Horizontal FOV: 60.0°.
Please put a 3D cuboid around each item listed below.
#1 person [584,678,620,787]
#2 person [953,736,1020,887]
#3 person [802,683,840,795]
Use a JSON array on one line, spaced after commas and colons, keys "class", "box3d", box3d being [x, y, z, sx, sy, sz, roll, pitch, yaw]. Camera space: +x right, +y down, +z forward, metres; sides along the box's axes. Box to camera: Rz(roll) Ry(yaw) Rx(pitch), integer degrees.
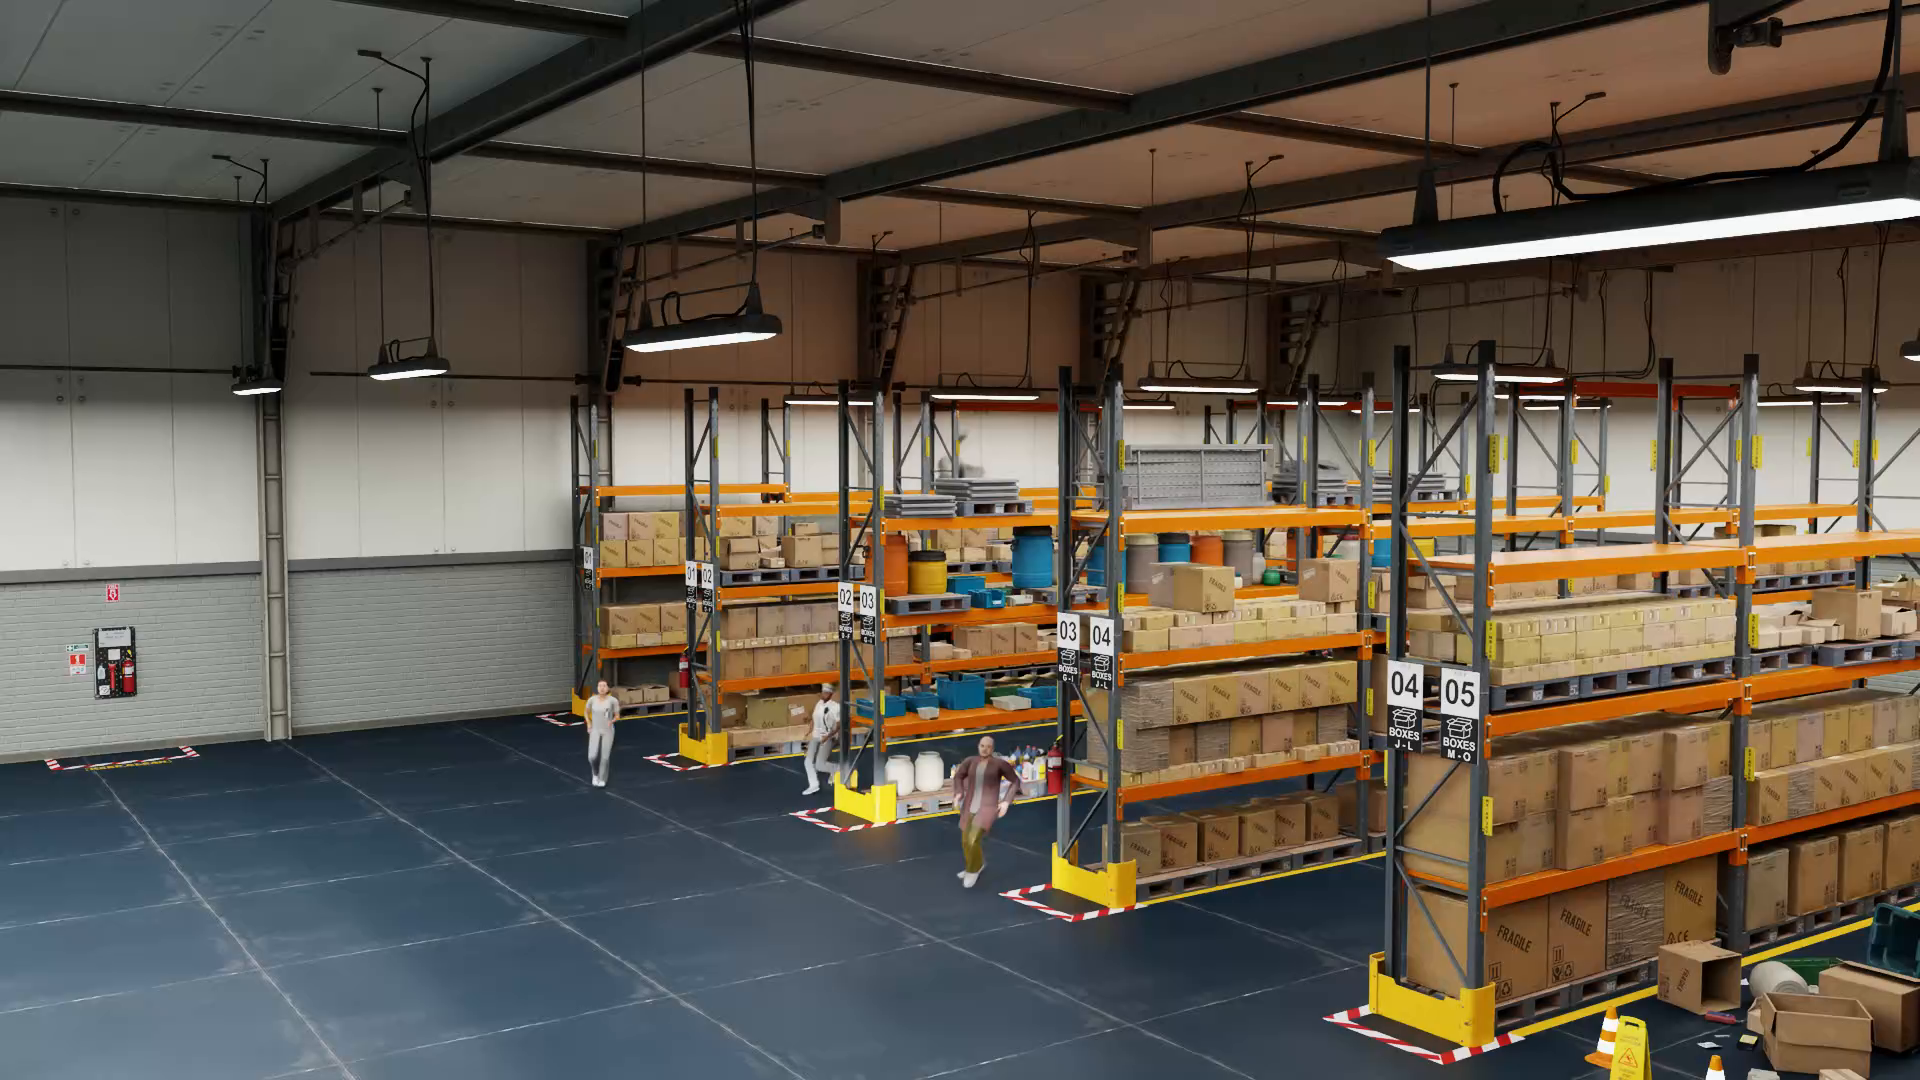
[{"class": "person", "box3d": [-5.296, 2.859, 24.565, 0.537, 1.626, 0.573, 0, 3, -7]}, {"class": "person", "box3d": [0.256, 3.146, 19.265, 0.775, 1.765, 0.684, 2, 4, 30]}, {"class": "person", "box3d": [-1.948, 2.896, 24.328, 0.613, 1.655, 0.625, 3, 5, 41]}]
